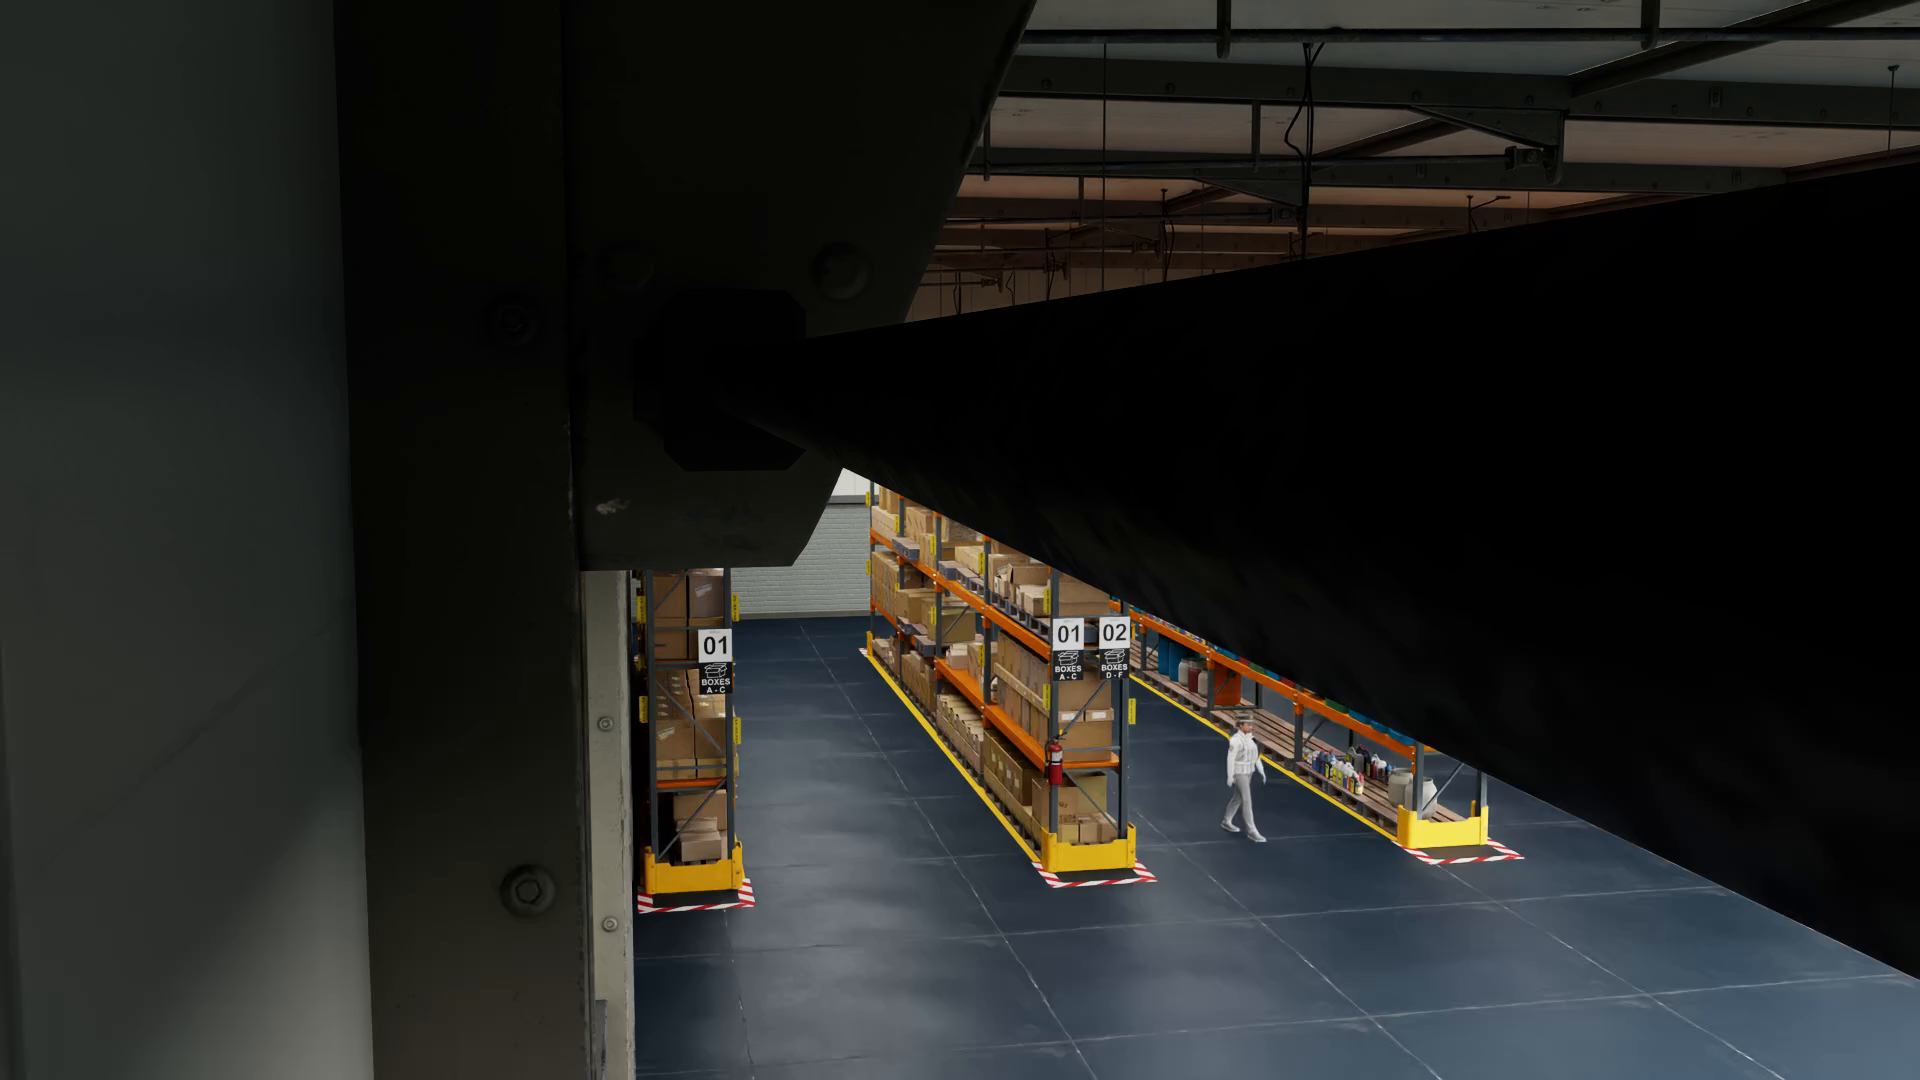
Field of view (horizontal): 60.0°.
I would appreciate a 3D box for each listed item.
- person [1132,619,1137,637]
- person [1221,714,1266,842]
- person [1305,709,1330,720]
[{"bbox_3d":[3.889,1.488,38.827,0.533,1.576,0.473,0,6,3],"label":"person"},{"bbox_3d":[3.869,3.157,22.387,0.784,1.648,0.522,4,7,37],"label":"person"},{"bbox_3d":[6.555,2.342,29.907,0.520,1.826,0.548,-2,6,-16],"label":"person"}]
